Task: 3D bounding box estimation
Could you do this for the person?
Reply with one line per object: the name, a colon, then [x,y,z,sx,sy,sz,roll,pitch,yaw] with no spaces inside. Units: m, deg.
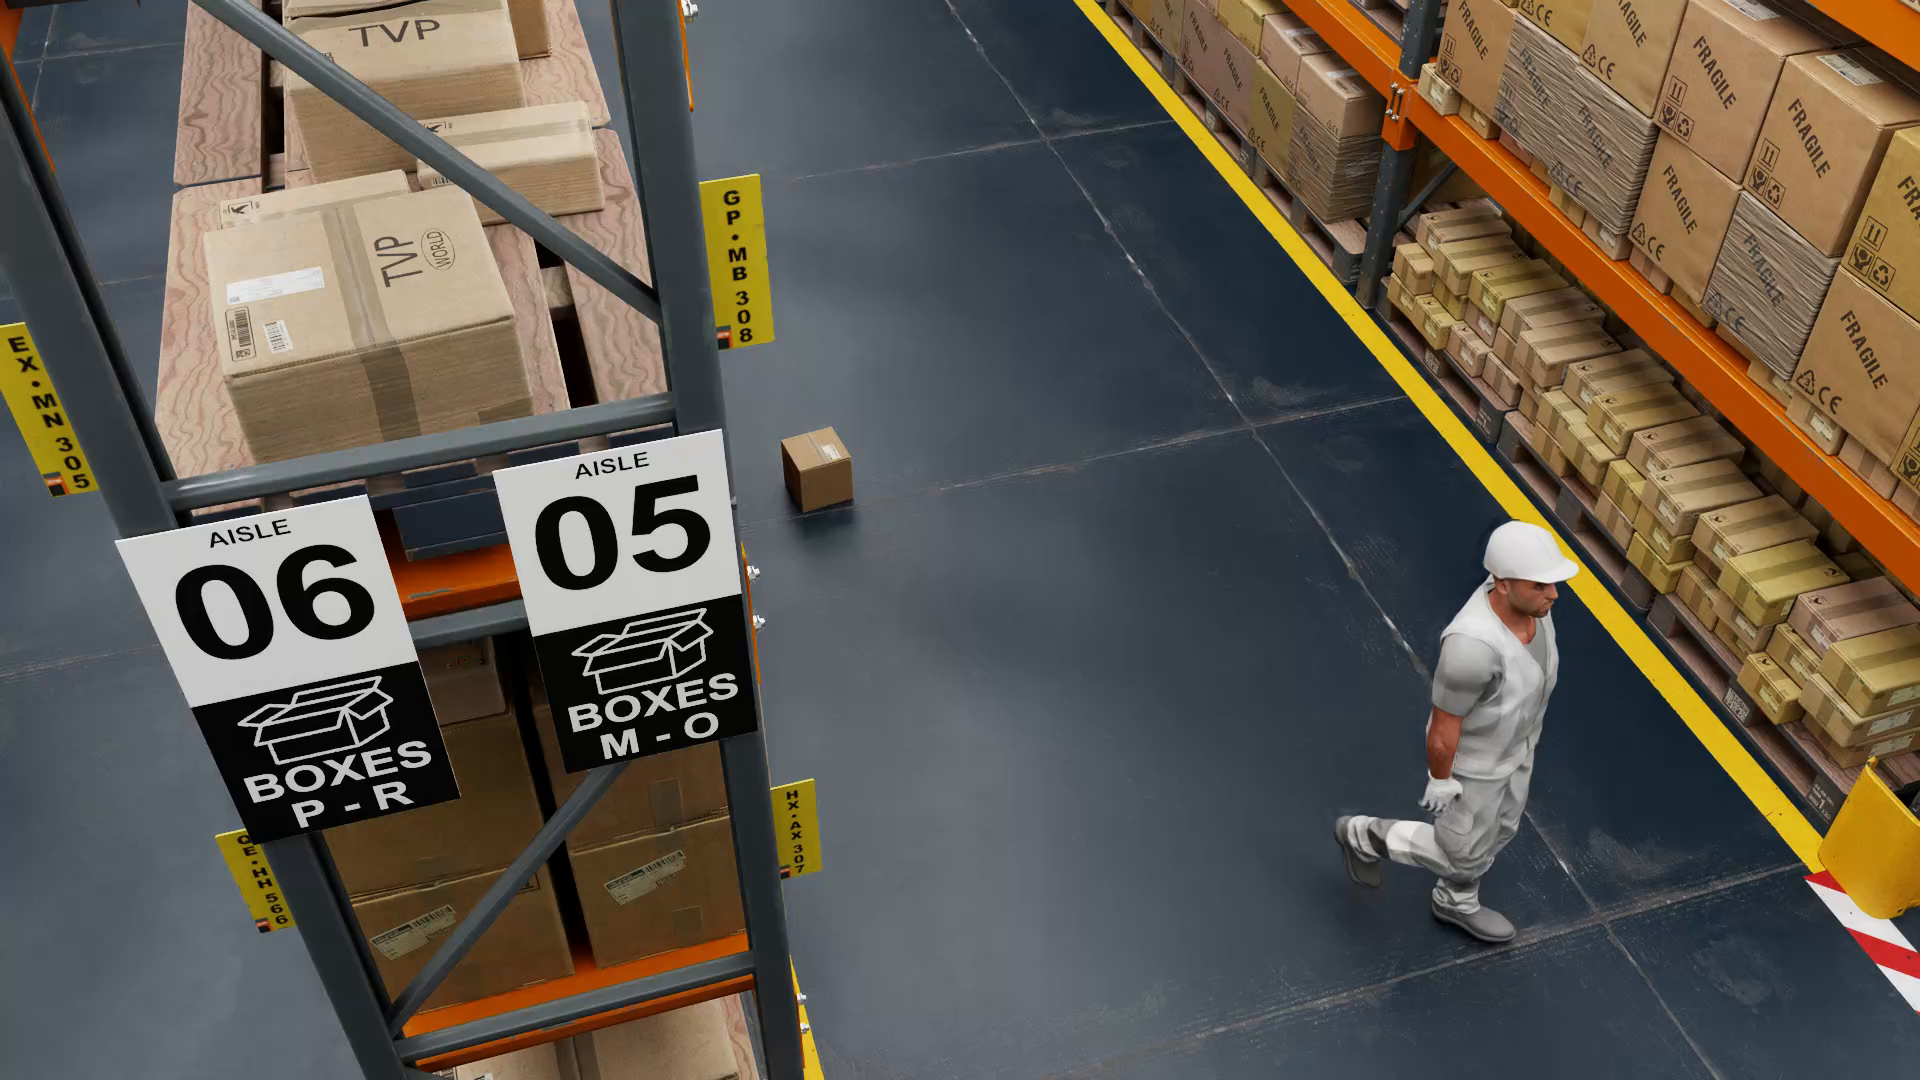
person: [1.653,0.645,5.394,0.672,1.777,0.549,29,49,28]
